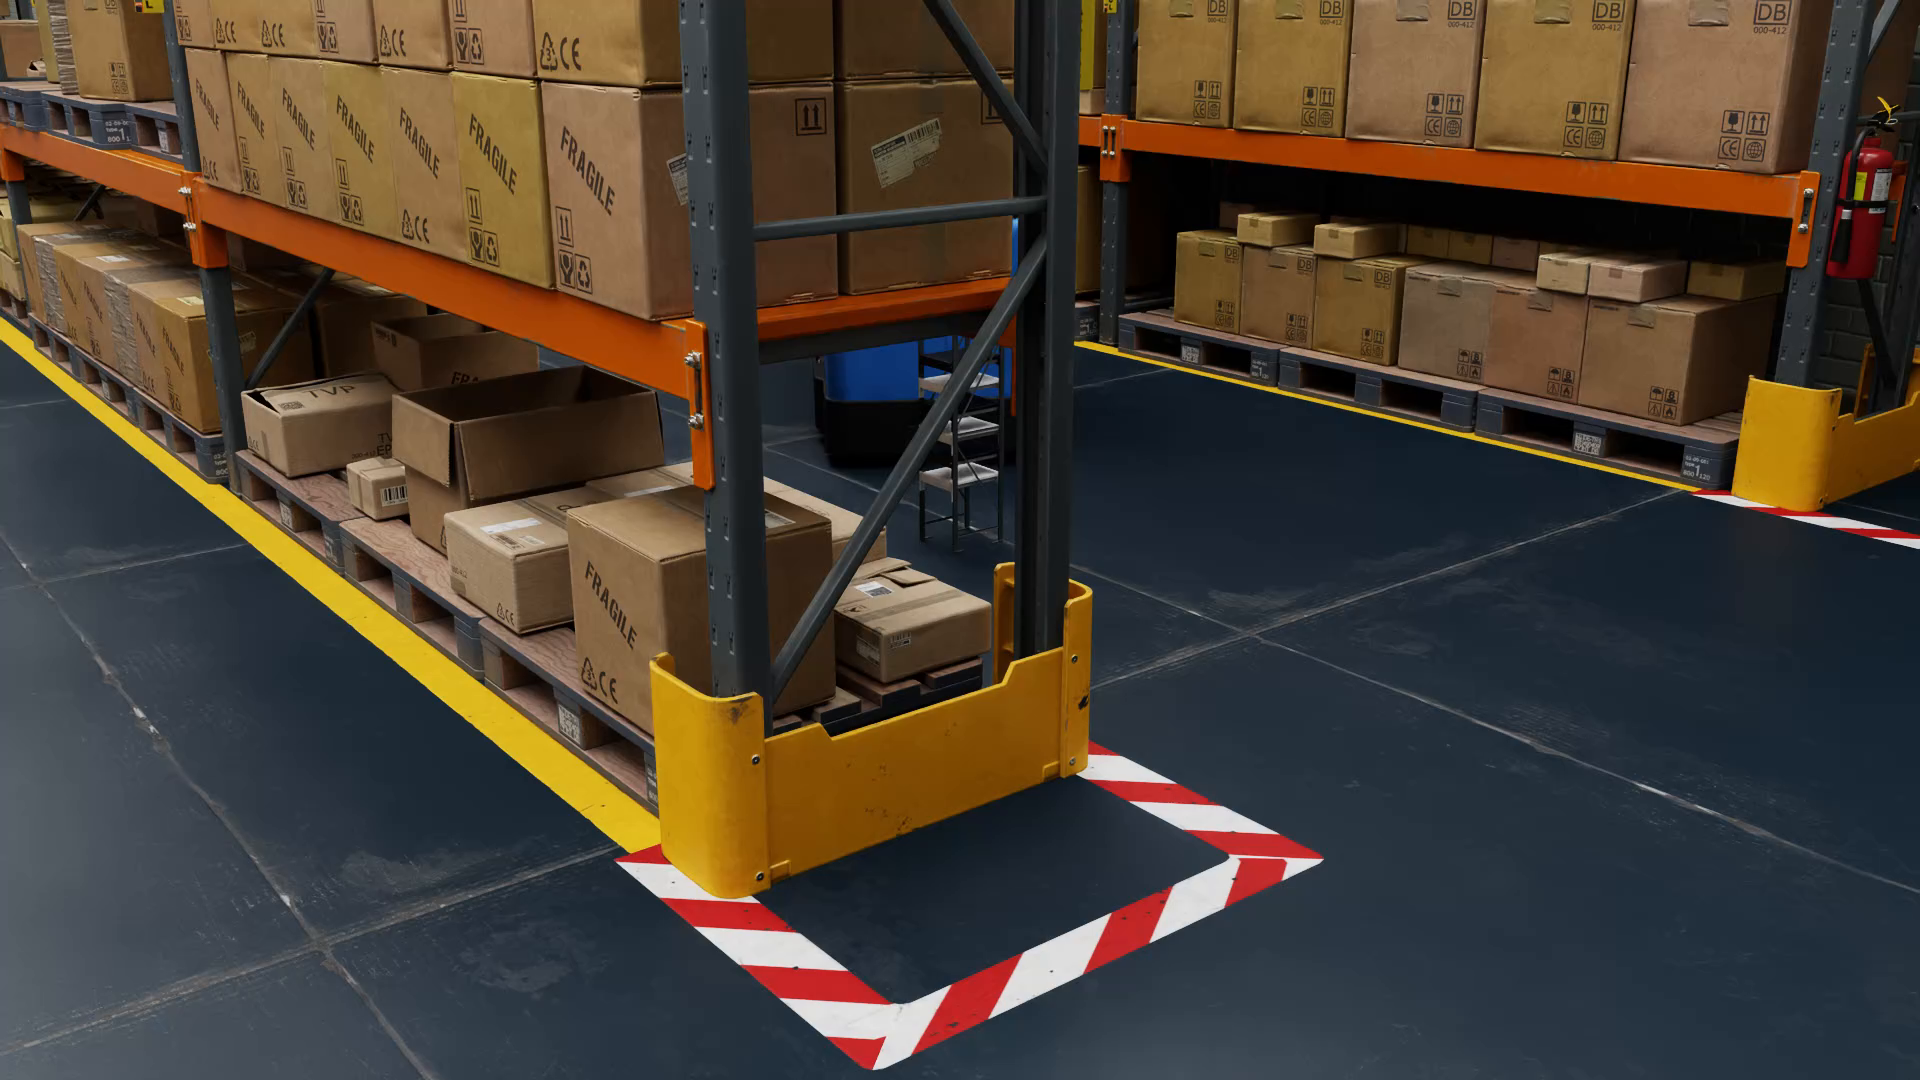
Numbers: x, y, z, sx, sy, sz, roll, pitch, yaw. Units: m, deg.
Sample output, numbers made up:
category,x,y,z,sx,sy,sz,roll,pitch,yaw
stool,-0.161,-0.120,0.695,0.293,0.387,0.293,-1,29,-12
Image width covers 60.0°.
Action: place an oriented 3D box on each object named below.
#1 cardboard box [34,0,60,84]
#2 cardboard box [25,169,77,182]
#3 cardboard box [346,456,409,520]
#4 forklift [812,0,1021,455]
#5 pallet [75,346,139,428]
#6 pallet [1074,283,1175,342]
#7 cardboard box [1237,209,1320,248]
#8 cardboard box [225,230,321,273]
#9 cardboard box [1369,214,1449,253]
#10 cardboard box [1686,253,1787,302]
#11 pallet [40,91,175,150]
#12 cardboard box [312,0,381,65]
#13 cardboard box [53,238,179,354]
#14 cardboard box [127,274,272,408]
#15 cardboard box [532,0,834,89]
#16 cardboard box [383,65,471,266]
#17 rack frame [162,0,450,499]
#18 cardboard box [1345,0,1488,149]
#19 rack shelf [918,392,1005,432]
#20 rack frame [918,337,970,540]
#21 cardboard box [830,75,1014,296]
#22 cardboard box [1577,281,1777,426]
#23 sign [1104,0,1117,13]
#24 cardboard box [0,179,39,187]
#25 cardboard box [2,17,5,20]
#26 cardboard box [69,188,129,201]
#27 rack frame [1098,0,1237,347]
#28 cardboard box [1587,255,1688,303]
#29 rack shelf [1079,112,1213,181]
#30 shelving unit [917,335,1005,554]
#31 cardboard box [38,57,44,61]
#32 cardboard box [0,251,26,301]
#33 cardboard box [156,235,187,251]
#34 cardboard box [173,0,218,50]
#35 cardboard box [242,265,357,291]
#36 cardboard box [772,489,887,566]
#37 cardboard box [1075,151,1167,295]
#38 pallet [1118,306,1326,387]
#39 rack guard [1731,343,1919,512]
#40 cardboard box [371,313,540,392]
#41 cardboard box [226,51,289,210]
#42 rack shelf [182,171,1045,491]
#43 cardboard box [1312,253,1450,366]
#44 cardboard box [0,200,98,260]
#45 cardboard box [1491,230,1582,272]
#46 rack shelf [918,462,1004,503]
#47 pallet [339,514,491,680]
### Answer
category,x,y,z,sx,sy,sz,roll,pitch,yaw
cardboard box,-4.631,-2.806,9.238,0.500,0.500,0.700,11,21,30
cardboard box,-6.482,-2.544,12.088,0.500,0.311,0.500,-14,23,-36
cardboard box,-1.991,-0.214,6.044,0.380,0.166,0.250,-14,23,-36
forklift,-0.207,-2.178,8.276,1.130,2.935,3.031,-2,18,-5
pallet,-3.924,-0.877,8.676,1.003,0.211,1.213,-14,23,-36
pallet,0.715,-1.526,10.636,1.003,0.211,1.213,-14,23,-36
cardboard box,1.707,-1.671,8.914,0.380,0.149,0.250,-13,22,-34
cardboard box,-3.357,-1.498,8.199,0.500,0.250,0.500,-14,23,-36
cardboard box,2.352,-1.609,8.726,0.380,0.149,0.250,-14,23,-36
cardboard box,3.459,-1.171,7.403,0.380,0.149,0.250,-14,23,-36
pallet,-3.900,-2.123,8.308,1.003,0.211,1.213,-14,23,-36
cardboard box,-1.594,-1.677,4.906,0.500,0.500,0.500,-13,22,-34
cardboard box,-4.415,-1.294,8.776,0.500,0.500,0.500,-14,23,-37
cardboard box,-3.459,-0.918,7.641,0.500,0.500,0.500,-14,23,-36
cardboard box,-0.636,-1.299,3.765,0.500,0.500,0.500,-14,23,-37
cardboard box,-1.265,-1.077,4.685,0.500,0.500,0.500,-14,23,-36
rack frame,-2.627,-1.707,6.746,1.000,3.000,0.127,-14,23,-36
cardboard box,2.486,-2.322,8.126,0.980,0.700,0.700,-15,24,-39
rack shelf,0.005,-0.479,6.197,0.258,0.077,0.200,-14,23,-36
rack frame,-0.058,-0.450,6.291,0.240,0.900,0.006,-14,23,-36
cardboard box,-0.213,-0.930,4.239,0.500,0.500,0.500,-13,23,-35
cardboard box,3.224,-0.855,7.480,0.700,0.500,0.500,-14,23,-36
sign,0.834,-3.078,9.172,0.100,0.325,0.005,-14,23,-36
cardboard box,-6.578,-2.310,11.379,0.500,0.311,0.500,-13,22,-35
cardboard box,-7.875,-3.834,13.010,0.700,0.500,0.500,-15,23,-38
cardboard box,-5.539,-2.167,10.949,0.500,0.311,0.500,-15,23,-37
rack frame,1.254,-2.675,9.668,1.000,3.000,0.127,-14,23,-36
cardboard box,3.002,-1.159,7.367,0.380,0.149,0.250,-14,23,-37
rack shelf,0.012,-2.826,11.270,1.077,0.370,4.000,-14,23,-36
shelving unit,0.005,-0.425,6.215,0.258,0.900,0.210,-14,23,-36
cardboard box,-5.514,-2.909,10.516,0.500,0.311,0.500,-14,23,-37
cardboard box,-5.629,-1.669,10.336,0.500,0.250,0.500,-13,23,-35
cardboard box,-4.025,-1.403,9.103,0.500,0.500,0.500,-15,24,-38
cardboard box,-2.555,-2.058,6.056,0.500,0.500,0.500,-13,22,-35
cardboard box,-3.077,-1.025,7.963,0.500,0.500,0.500,-14,23,-35
cardboard box,-0.569,0.063,5.076,0.500,0.250,0.500,-14,23,-36
cardboard box,0.748,-1.988,10.347,0.750,0.750,0.750,-14,23,-35
pallet,1.664,-1.148,9.495,1.003,0.211,1.213,-14,23,-36
rack guard,3.752,-0.497,7.067,1.175,0.500,0.348,-14,23,-36
cardboard box,-2.051,-0.644,6.813,0.500,0.500,0.500,-14,23,-36
cardboard box,-2.204,-1.450,5.811,0.500,0.500,0.500,-13,23,-35
rack shelf,-1.385,-0.873,5.370,1.077,0.370,4.000,-14,23,-36
cardboard box,2.264,-1.232,8.619,0.700,0.500,0.500,-13,23,-35
cardboard box,-5.629,-1.934,10.245,0.500,0.311,0.500,-13,22,-35
cardboard box,2.830,-1.420,8.155,0.380,0.149,0.250,-14,23,-35
rack shelf,0.005,-0.223,6.282,0.258,0.077,0.200,-14,23,-36
pallet,-1.440,0.087,5.764,1.003,0.211,1.213,-14,23,-36
